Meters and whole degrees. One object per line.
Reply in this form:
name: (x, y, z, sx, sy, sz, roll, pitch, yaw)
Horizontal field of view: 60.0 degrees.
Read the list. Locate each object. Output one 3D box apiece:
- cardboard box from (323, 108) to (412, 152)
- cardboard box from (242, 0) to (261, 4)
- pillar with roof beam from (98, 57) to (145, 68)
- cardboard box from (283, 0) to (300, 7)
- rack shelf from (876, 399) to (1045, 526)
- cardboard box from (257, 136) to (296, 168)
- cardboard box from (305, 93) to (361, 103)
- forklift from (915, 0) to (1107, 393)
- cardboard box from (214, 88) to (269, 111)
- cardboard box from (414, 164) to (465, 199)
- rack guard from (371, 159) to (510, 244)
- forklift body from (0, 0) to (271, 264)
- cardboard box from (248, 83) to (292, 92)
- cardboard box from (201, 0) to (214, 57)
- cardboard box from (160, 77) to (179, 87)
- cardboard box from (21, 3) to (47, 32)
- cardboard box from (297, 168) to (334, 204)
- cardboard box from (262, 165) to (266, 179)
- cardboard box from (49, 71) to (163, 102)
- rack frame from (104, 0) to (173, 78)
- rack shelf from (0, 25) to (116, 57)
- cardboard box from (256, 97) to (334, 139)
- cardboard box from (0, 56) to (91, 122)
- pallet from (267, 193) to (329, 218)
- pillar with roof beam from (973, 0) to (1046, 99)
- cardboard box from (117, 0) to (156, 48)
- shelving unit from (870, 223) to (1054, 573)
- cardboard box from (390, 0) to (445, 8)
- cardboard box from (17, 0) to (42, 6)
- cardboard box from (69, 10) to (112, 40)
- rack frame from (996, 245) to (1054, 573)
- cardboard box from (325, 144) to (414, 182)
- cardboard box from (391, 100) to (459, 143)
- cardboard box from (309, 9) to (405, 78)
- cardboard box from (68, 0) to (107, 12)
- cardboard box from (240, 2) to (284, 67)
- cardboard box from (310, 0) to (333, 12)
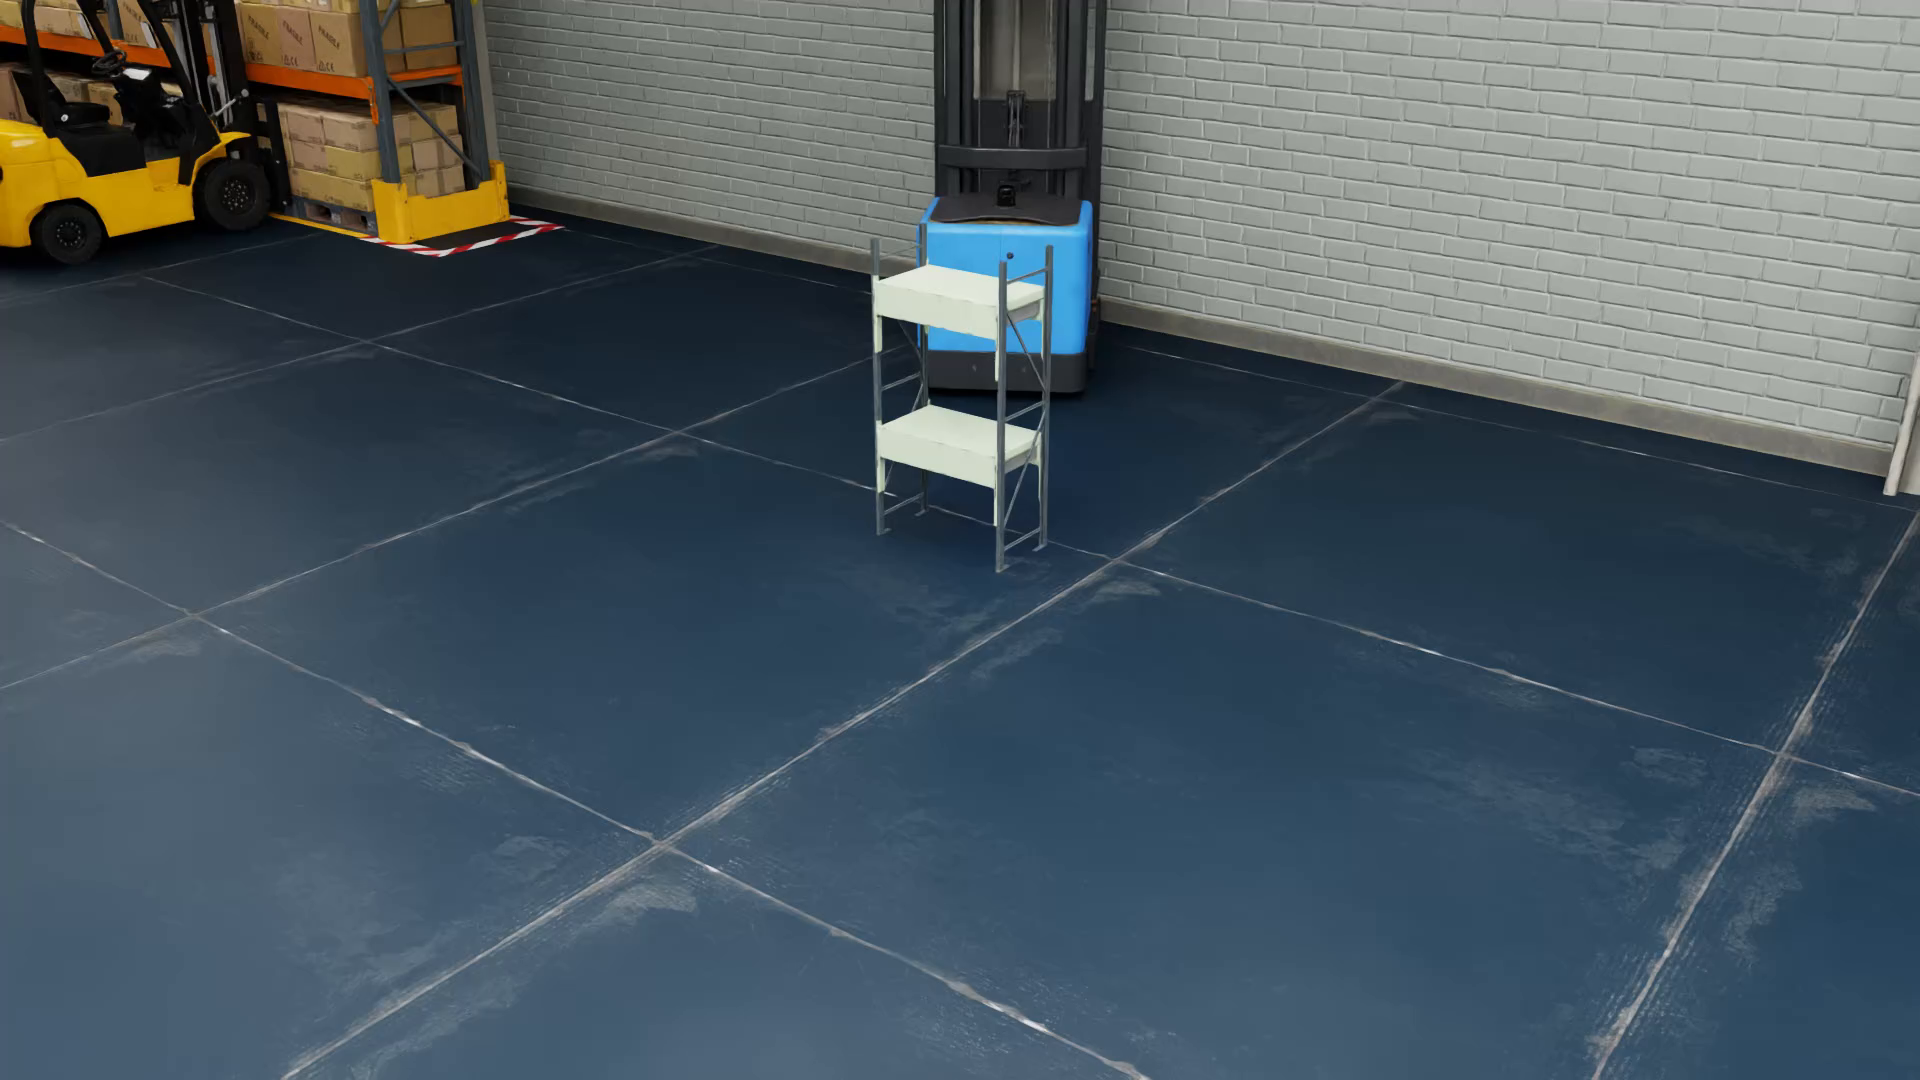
cardboard box: (-5.004, -3.464, 14.041, 0.500, 0.250, 0.500, 18, 29, 35)
cardboard box: (-5.935, -4.700, 14.269, 0.250, 0.149, 0.380, 17, 29, 34)
pillar with roof beam: (-11.848, -7.328, 13.722, 0.400, 9.000, 9.100, 17, 29, 33)
cardboard box: (-5.479, -4.596, 14.033, 0.250, 0.149, 0.380, 17, 29, 33)
rack shelf: (0.005, -0.386, 8.075, 0.720, 0.370, 0.431, 17, 29, 33)
cardboard box: (-5.846, -3.484, 14.707, 0.500, 0.250, 0.500, 16, 28, 32)
cardboard box: (-5.516, -3.875, 14.973, 0.500, 0.250, 0.500, 17, 29, 33)
forklift: (0.405, -2.796, 10.961, 1.130, 2.935, 3.031, 3, 24, 6)
cardboard box: (-6.642, -3.959, 15.164, 0.500, 0.250, 0.500, 18, 29, 35)
cardboard box: (-4.724, -3.178, 14.631, 0.500, 0.250, 0.500, 17, 29, 34)
rack guard: (-4.430, -2.912, 14.240, 0.348, 0.500, 1.175, 17, 29, 33)
forklift body: (-7.060, -3.544, 13.625, 1.214, 2.155, 2.313, 17, 29, 33)
cardboard box: (-6.329, -4.120, 15.529, 0.500, 0.250, 0.500, 17, 29, 34)
cardboard box: (-6.618, -4.641, 14.939, 0.500, 0.500, 0.500, 16, 29, 33)
cardboard box: (-7.451, -4.203, 15.717, 0.500, 0.250, 0.500, 16, 29, 33)
cardboard box: (-8.994, -5.248, 16.626, 0.500, 0.250, 0.500, 17, 29, 34)
cardboard box: (-5.406, -3.131, 14.525, 0.500, 0.250, 0.500, 17, 29, 33)
cardboard box: (-6.230, -3.373, 15.075, 0.500, 0.250, 0.500, 18, 29, 35)
cardboard box: (-8.690, -4.447, 17.048, 0.625, 0.625, 0.875, 16, 29, 33)
rack frame: (-7.649, -5.029, 15.944, 0.127, 3.000, 1.000, 17, 29, 33)
rack shelf: (-9.250, -5.184, 17.187, 4.000, 0.370, 1.077, 17, 29, 33)
cardboard box: (-5.826, -3.705, 14.587, 0.500, 0.250, 0.500, 17, 29, 34)
cardboard box: (-9.832, -4.791, 17.829, 0.625, 0.625, 0.875, 18, 29, 35)
pallet: (-6.058, -3.253, 15.370, 1.213, 0.211, 1.003, 17, 29, 33)
pillar with roof beam: (-2.246, -4.427, 7.136, 0.400, 9.000, 9.100, 17, 29, 33)
cardboard box: (-7.451, -4.884, 15.489, 0.500, 0.500, 0.500, 16, 28, 32)
shelving unit: (0.005, -0.685, 7.944, 0.755, 1.500, 0.431, 17, 29, 33)
cardboard box: (-4.565, -4.570, 13.974, 0.250, 0.149, 0.380, 16, 28, 32)
cardboard box: (-9.017, -5.473, 16.518, 0.500, 0.250, 0.500, 17, 29, 34)
cardboard box: (-8.210, -4.998, 16.060, 0.500, 0.250, 0.500, 18, 29, 34)
rack frame: (0.298, -0.596, 7.743, 0.023, 1.500, 0.400, 17, 29, 33)
cardboard box: (-5.026, -3.242, 14.156, 0.500, 0.250, 0.500, 16, 29, 33)
cardboard box: (-4.720, -3.631, 14.419, 0.500, 0.250, 0.500, 16, 29, 33)
cardboard box: (-5.000, -4.142, 13.807, 0.500, 0.500, 0.500, 16, 28, 32)
cardboard box: (-8.196, -5.226, 15.956, 0.500, 0.250, 0.500, 16, 28, 32)
cardboard box: (-5.820, -4.394, 14.379, 0.500, 0.500, 0.500, 16, 29, 32)
cardboard box: (-5.117, -4.450, 13.702, 0.250, 0.149, 0.380, 17, 29, 34)
